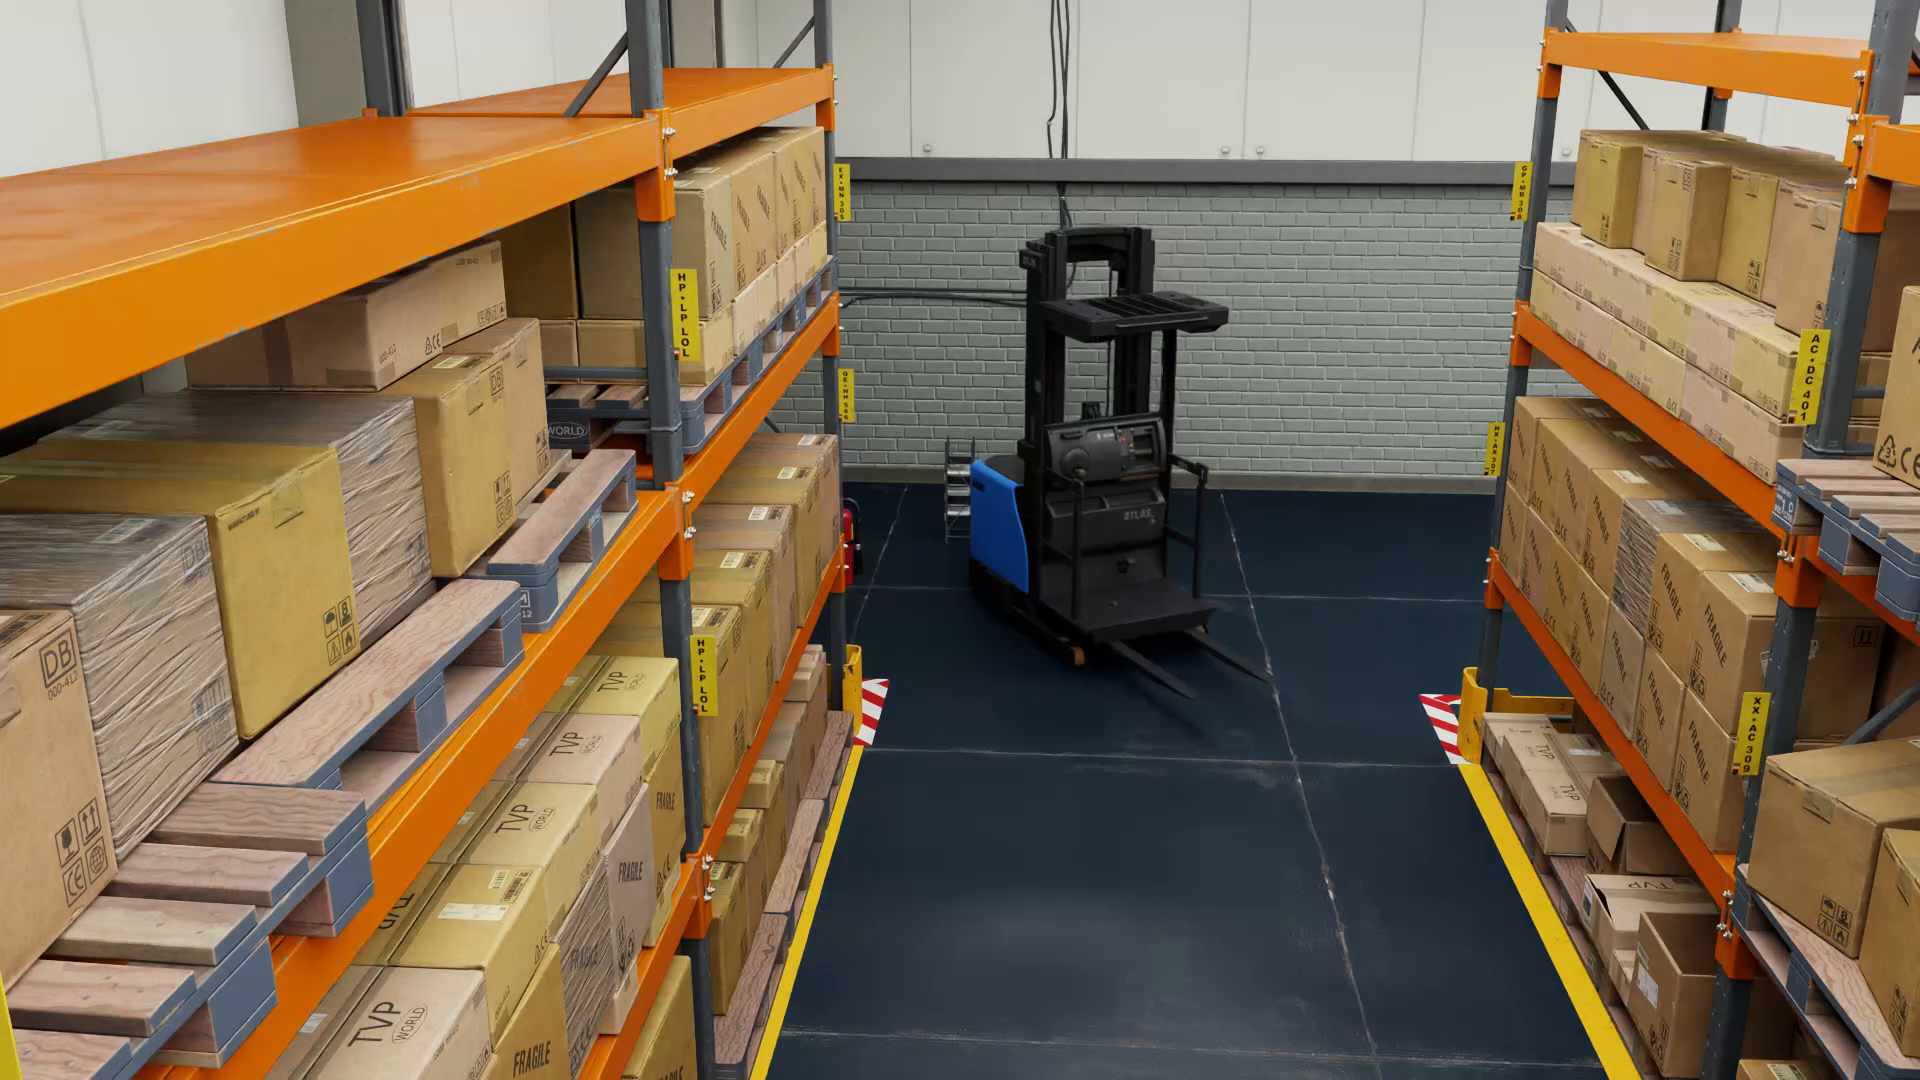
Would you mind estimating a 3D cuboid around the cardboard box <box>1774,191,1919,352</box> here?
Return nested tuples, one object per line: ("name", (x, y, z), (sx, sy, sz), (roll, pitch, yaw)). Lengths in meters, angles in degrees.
("cardboard box", (3.423, -0.972, 5.987), (0.700, 0.500, 0.500), (1, 18, 4))

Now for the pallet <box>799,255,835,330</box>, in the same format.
("pallet", (-1.271, -1.376, 9.130), (1.003, 0.211, 1.213), (1, 18, 4))

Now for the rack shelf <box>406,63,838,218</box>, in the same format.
("rack shelf", (-1.371, -1.921, 7.632), (1.077, 0.370, 4.000), (1, 18, 4))

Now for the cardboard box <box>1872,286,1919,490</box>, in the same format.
("cardboard box", (3.317, -0.437, 5.126), (0.600, 0.600, 0.600), (0, 18, -1))

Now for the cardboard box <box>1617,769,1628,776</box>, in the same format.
("cardboard box", (3.822, 1.452, 8.883), (0.500, 0.250, 0.500), (1, 18, 4))

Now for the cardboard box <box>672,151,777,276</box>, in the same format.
("cardboard box", (-1.123, -1.467, 7.467), (0.500, 0.500, 0.500), (1, 18, 4))

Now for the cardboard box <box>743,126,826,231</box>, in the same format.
("cardboard box", (-1.008, -1.948, 8.934), (0.500, 0.500, 0.500), (1, 18, 4))

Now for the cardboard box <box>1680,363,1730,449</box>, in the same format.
("cardboard box", (3.242, -0.538, 6.671), (0.500, 0.250, 0.500), (1, 18, 4))

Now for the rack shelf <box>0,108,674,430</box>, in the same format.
("rack shelf", (-1.658, -0.679, 3.840), (1.077, 0.370, 4.000), (1, 18, 4))

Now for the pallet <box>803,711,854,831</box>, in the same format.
("pallet", (-1.207, 1.352, 9.958), (1.003, 0.211, 1.213), (1, 18, 4))

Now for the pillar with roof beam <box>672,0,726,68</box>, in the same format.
("pillar with roof beam", (2.397, -3.836, 11.678), (9.100, 9.000, 0.400), (1, 18, 4))

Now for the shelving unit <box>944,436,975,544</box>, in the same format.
("shelving unit", (0.001, -0.430, 14.291), (0.258, 0.900, 0.210), (1, 18, 4))

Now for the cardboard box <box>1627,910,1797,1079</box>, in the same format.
("cardboard box", (3.184, 1.924, 7.042), (0.500, 0.500, 0.500), (1, 18, 4))

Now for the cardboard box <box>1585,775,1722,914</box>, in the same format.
("cardboard box", (3.556, 1.522, 8.263), (0.797, 0.503, 0.637), (1, 18, 4))

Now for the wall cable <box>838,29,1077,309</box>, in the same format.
("wall cable", (-0.466, -3.347, 15.173), (3.097, 2.526, 0.112), (1, 18, 4))

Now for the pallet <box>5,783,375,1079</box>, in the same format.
("pallet", (-1.808, 0.724, 2.881), (1.213, 0.211, 1.003), (2, 18, 6))

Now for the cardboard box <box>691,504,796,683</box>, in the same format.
("cardboard box", (-1.360, 0.256, 8.344), (0.980, 0.700, 0.700), (0, 18, 1))

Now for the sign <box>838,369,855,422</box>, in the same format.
("sign", (-0.688, -0.870, 10.020), (0.100, 0.325, 0.005), (1, 18, 4))

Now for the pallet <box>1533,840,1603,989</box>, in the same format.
("pallet", (3.561, 1.860, 8.407), (1.003, 0.211, 1.213), (1, 18, 4))

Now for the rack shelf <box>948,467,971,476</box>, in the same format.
("rack shelf", (0.001, -0.570, 14.245), (0.258, 0.077, 0.200), (1, 18, 4))

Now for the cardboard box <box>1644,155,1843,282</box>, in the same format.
("cardboard box", (3.514, -1.438, 7.410), (0.700, 0.500, 0.500), (1, 18, 4))

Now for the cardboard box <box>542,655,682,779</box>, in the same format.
("cardboard box", (-1.293, 0.615, 5.854), (0.500, 0.250, 0.500), (2, 18, 5))

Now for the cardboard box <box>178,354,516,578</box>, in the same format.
("cardboard box", (-1.663, -0.218, 4.586), (0.700, 0.500, 0.500), (1, 18, 3))

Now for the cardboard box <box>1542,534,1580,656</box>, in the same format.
("cardboard box", (3.348, 0.287, 8.570), (0.500, 0.500, 0.500), (1, 18, 4))

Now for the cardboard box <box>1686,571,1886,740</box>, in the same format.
("cardboard box", (3.204, 0.443, 6.488), (0.500, 0.500, 0.500), (1, 18, 4))

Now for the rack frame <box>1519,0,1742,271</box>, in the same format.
("rack frame", (3.713, -2.965, 9.019), (1.000, 3.000, 0.127), (1, 18, 4))

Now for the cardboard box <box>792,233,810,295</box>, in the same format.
("cardboard box", (-1.052, -1.430, 8.557), (0.500, 0.250, 0.500), (1, 18, 2))

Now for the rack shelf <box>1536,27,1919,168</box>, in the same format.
("rack shelf", (3.570, -2.000, 7.236), (1.077, 0.370, 4.000), (1, 18, 4))

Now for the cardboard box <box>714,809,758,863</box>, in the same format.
("cardboard box", (-1.152, 1.367, 7.733), (0.380, 0.149, 0.250), (2, 18, 6))

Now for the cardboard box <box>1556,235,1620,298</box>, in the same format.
("cardboard box", (3.374, -1.397, 8.489), (0.500, 0.250, 0.500), (1, 18, 4))

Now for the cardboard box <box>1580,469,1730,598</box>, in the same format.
("cardboard box", (3.312, -0.029, 7.928), (0.500, 0.500, 0.500), (1, 18, 3))

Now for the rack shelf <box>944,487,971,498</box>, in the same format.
("rack shelf", (0.001, -0.398, 14.301), (0.258, 0.077, 0.200), (1, 18, 4))

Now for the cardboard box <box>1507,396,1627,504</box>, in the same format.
("cardboard box", (3.418, -0.505, 9.380), (0.500, 0.500, 0.500), (2, 18, 6))

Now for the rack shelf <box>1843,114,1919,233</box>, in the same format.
("rack shelf", (3.283, -0.569, 3.507), (1.077, 0.370, 4.000), (1, 18, 4))

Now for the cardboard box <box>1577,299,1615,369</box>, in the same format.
("cardboard box", (3.340, -1.004, 8.093), (0.500, 0.250, 0.500), (1, 18, 4))

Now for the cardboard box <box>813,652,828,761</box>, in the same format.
("cardboard box", (-1.179, 0.985, 9.941), (0.700, 0.500, 0.500), (1, 18, 4))

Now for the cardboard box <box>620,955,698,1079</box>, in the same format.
("cardboard box", (-1.432, 2.046, 6.140), (0.750, 0.750, 0.750), (1, 18, 5))

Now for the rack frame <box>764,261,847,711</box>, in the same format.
("rack frame", (-1.228, -0.223, 10.287), (1.000, 3.000, 0.127), (1, 18, 4))

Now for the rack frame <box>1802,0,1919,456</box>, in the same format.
("rack frame", (3.426, -1.722, 5.228), (1.000, 3.000, 0.127), (1, 18, 4))

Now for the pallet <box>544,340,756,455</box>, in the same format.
("pallet", (-1.446, -0.618, 6.818), (1.003, 0.211, 1.213), (1, 18, 4))

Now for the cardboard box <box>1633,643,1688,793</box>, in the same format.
("cardboard box", (3.242, 0.760, 7.127), (0.500, 0.500, 0.500), (2, 18, 5))

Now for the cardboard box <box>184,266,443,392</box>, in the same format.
("cardboard box", (-1.733, -0.577, 4.479), (0.500, 0.250, 0.500), (1, 18, 2))

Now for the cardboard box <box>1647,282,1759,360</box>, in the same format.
("cardboard box", (3.268, -0.931, 7.067), (0.500, 0.250, 0.500), (1, 18, 4))

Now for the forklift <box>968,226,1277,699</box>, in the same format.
("forklift", (1.141, -0.642, 11.676), (1.130, 2.935, 3.031), (-8, 20, -23))

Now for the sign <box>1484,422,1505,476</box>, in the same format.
("sign", (3.172, -0.537, 9.855), (0.100, 0.325, 0.005), (1, 18, 4))

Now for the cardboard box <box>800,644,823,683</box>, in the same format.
("cardboard box", (-1.006, 0.720, 9.706), (0.380, 0.149, 0.250), (1, 18, 3))

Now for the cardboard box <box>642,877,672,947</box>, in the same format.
("cardboard box", (-1.251, 1.319, 5.951), (0.380, 0.149, 0.250), (2, 18, 5))

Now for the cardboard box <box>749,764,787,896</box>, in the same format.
("cardboard box", (-1.281, 1.462, 8.484), (0.700, 0.500, 0.500), (2, 18, 5))

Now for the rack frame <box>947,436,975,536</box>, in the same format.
("rack frame", (0.008, -0.462, 14.387), (0.240, 0.900, 0.006), (1, 18, 4))

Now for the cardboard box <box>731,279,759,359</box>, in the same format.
("cardboard box", (-1.152, -0.949, 7.090), (0.500, 0.250, 0.500), (1, 18, 3))

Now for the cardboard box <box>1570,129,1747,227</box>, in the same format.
("cardboard box", (3.693, -1.902, 8.827), (0.700, 0.500, 0.500), (1, 18, 4))

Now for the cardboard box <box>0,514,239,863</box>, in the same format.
("cardboard box", (-1.839, 0.262, 3.123), (0.700, 0.500, 0.500), (0, 18, 1))

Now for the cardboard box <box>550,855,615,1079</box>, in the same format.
("cardboard box", (-1.368, 1.284, 5.016), (0.500, 0.500, 0.500), (1, 18, 4))

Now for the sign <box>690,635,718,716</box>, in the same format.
("sign", (-0.973, 0.515, 6.300), (0.100, 0.325, 0.005), (1, 18, 4))

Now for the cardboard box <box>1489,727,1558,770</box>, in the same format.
("cardboard box", (3.322, 1.223, 9.716), (0.380, 0.166, 0.250), (1, 18, 4))

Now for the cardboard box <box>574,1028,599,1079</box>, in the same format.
("cardboard box", (-1.359, 1.556, 5.227), (0.380, 0.149, 0.250), (1, 18, 4))

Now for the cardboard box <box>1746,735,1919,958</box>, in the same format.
("cardboard box", (3.169, 1.023, 5.647), (0.700, 0.500, 0.500), (-5, 19, -15))
